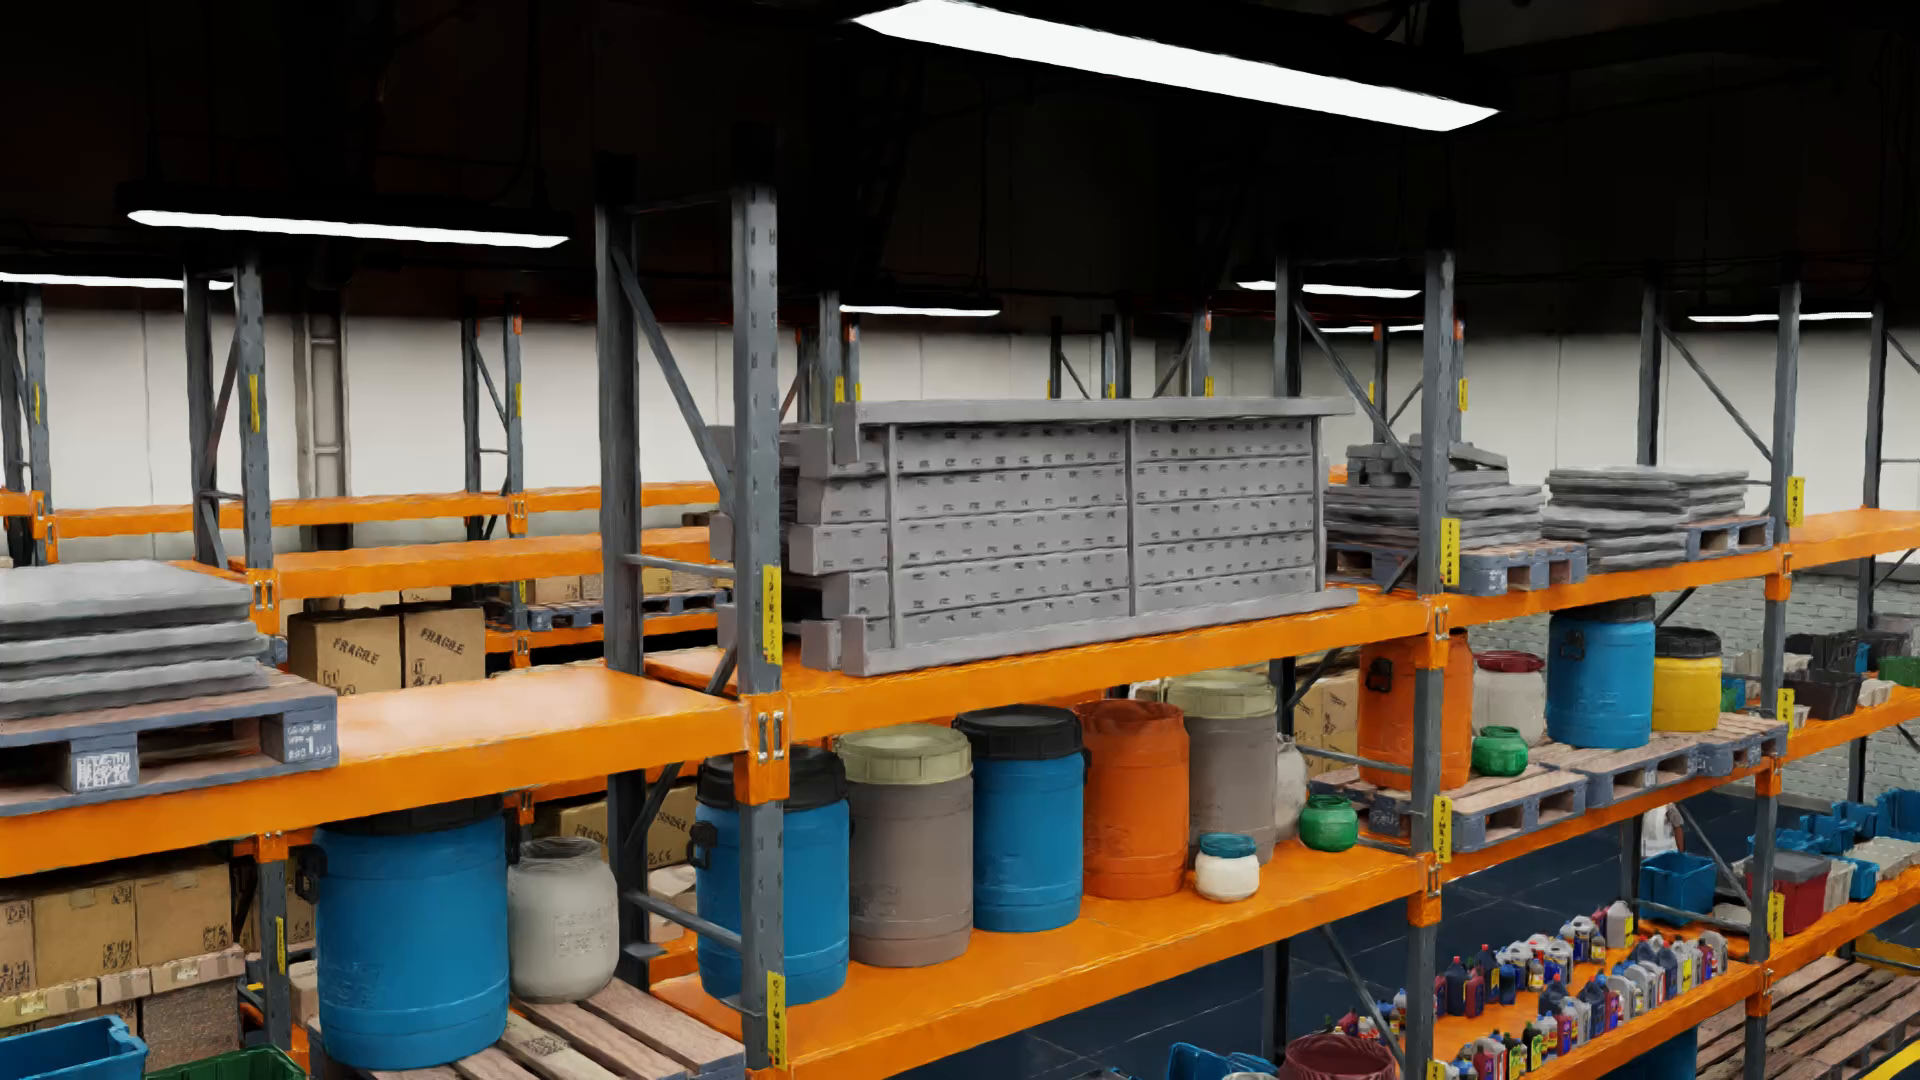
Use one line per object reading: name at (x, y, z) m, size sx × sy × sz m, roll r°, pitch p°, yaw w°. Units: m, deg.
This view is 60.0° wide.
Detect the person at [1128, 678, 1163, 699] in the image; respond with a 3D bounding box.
person at (2.448, 2.196, 22.070) m, size 0.552 × 1.779 × 0.517 m, roll 0°, pitch 5°, yaw -5°

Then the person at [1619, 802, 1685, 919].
person at (6.291, 2.864, 15.223) m, size 1.122 × 1.706 × 0.566 m, roll -4°, pitch 7°, yaw -39°
